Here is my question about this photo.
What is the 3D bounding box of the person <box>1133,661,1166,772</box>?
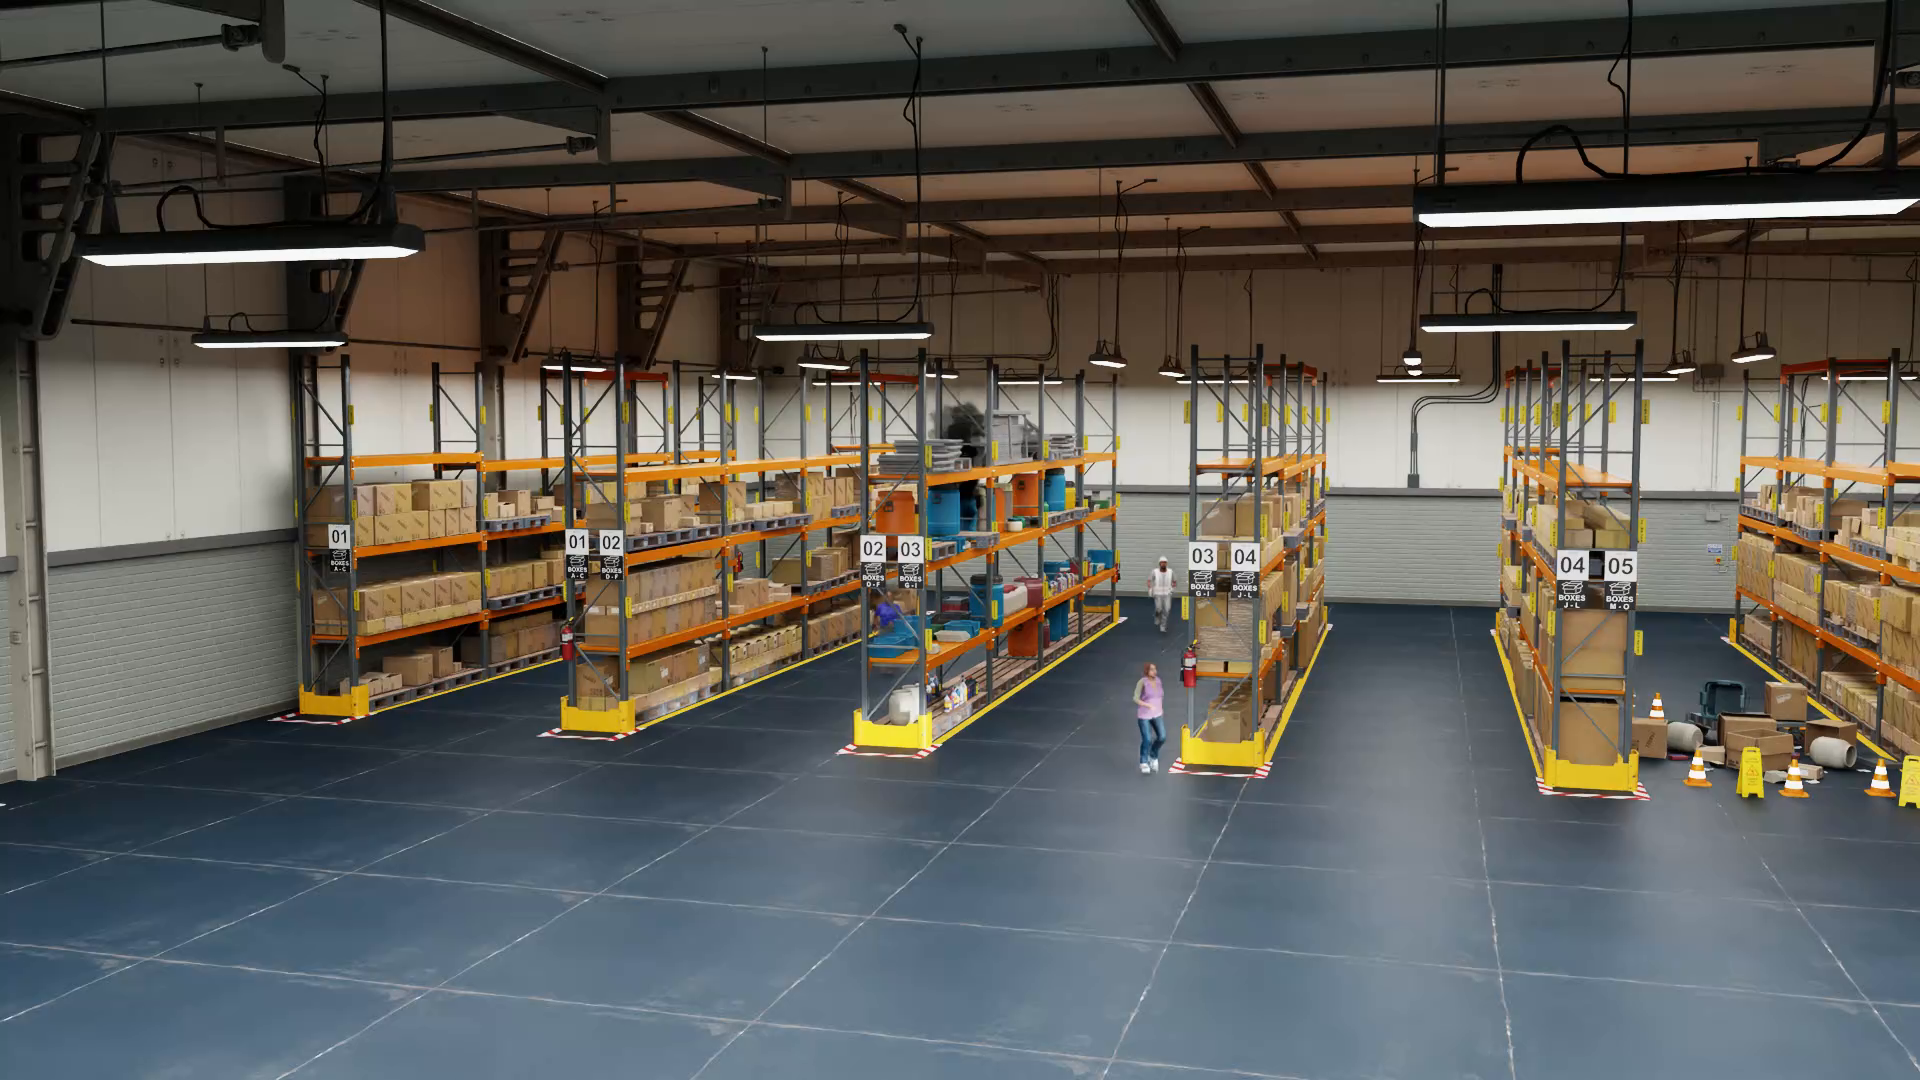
[{"bbox_3d":[2.661,2.473,23.172,0.540,1.571,0.612,-2,5,-19],"label":"person"}]

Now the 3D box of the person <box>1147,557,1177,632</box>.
[{"bbox_3d":[4.684,1.257,38.420,0.688,1.730,0.600,0,4,-1],"label":"person"}]

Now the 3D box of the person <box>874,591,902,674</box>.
[{"bbox_3d":[-1.388,1.790,31.912,0.552,1.605,0.625,0,4,-2],"label":"person"}]
